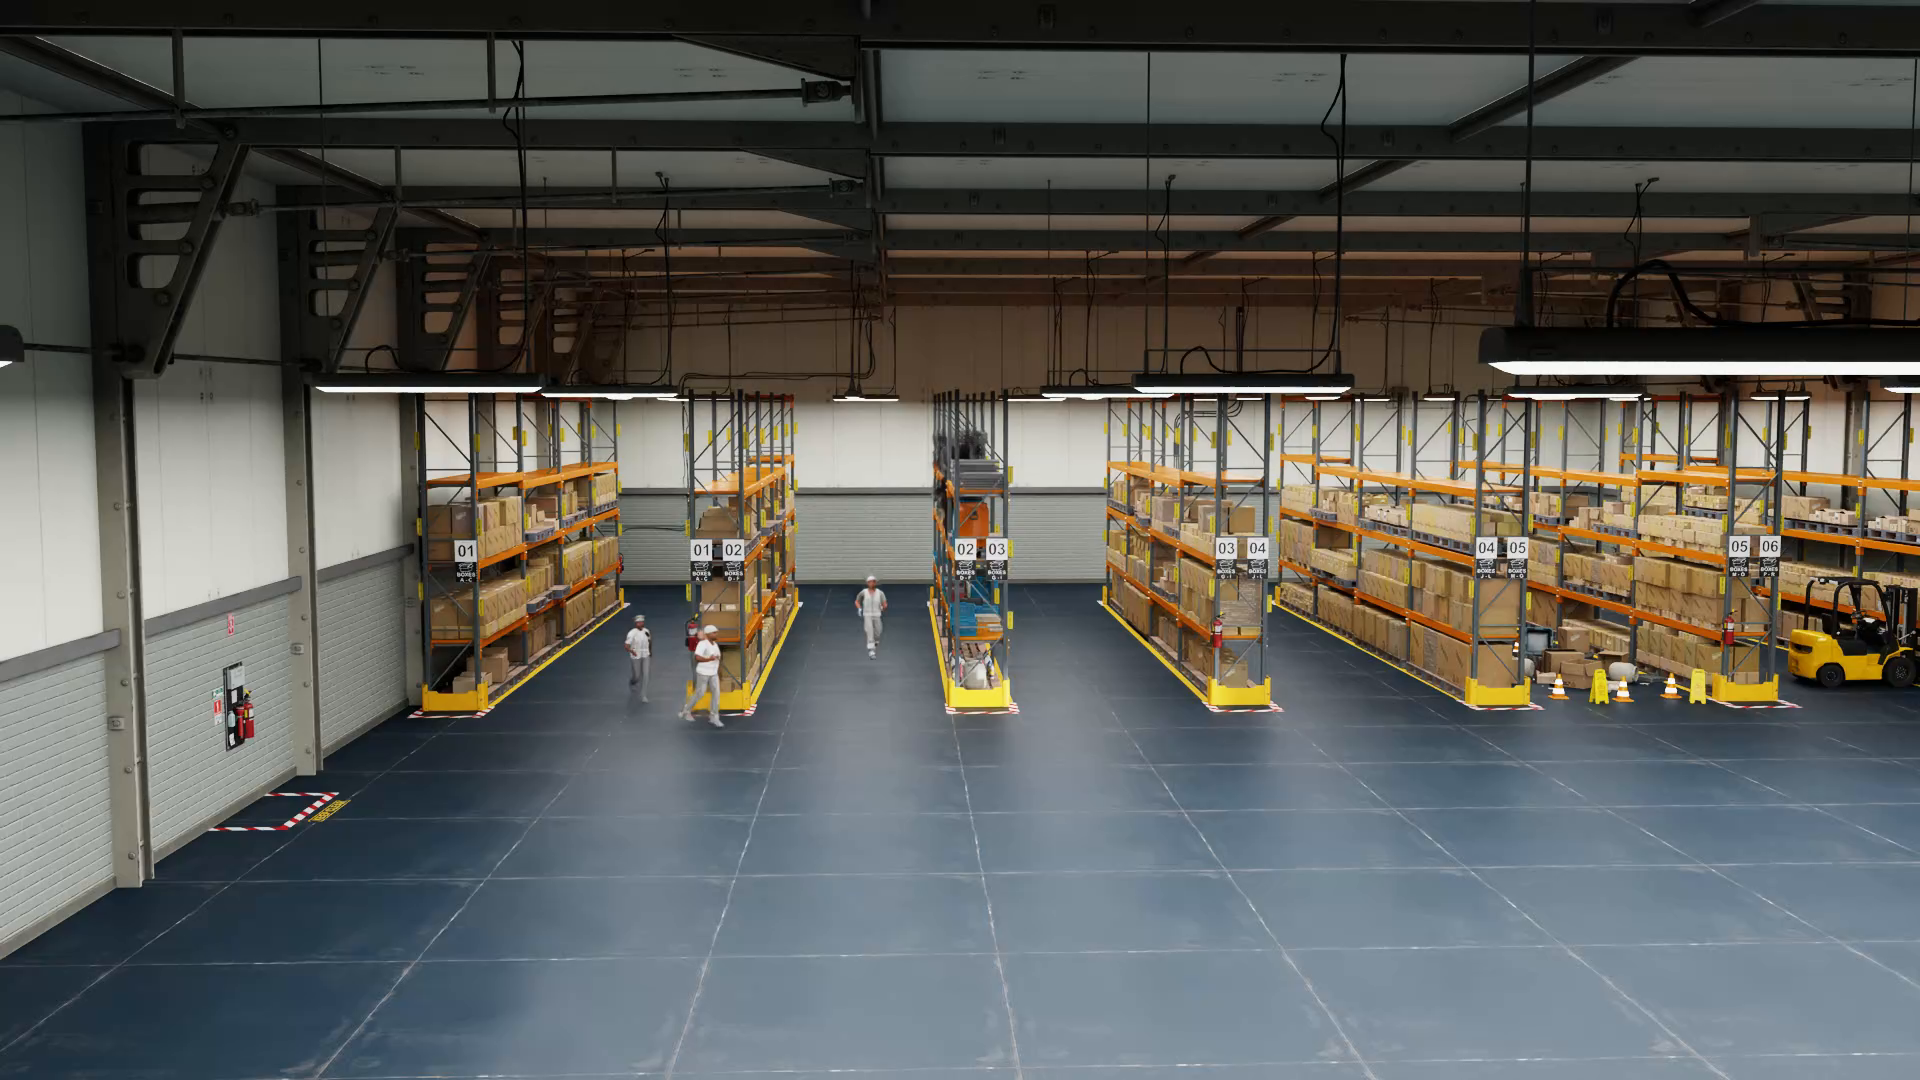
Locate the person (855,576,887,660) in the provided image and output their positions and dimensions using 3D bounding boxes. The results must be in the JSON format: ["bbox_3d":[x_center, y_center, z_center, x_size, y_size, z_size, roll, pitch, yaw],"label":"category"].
[{"bbox_3d":[-1.883,1.656,35.525,0.668,1.771,0.779,-1,5,-13],"label":"person"}]

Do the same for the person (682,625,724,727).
[{"bbox_3d":[-4.511,2.412,29.783,0.874,1.782,0.706,3,5,32],"label":"person"}]

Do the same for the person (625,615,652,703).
[{"bbox_3d":[-6.189,2.275,32.146,0.578,1.684,0.782,-3,5,-29],"label":"person"}]
